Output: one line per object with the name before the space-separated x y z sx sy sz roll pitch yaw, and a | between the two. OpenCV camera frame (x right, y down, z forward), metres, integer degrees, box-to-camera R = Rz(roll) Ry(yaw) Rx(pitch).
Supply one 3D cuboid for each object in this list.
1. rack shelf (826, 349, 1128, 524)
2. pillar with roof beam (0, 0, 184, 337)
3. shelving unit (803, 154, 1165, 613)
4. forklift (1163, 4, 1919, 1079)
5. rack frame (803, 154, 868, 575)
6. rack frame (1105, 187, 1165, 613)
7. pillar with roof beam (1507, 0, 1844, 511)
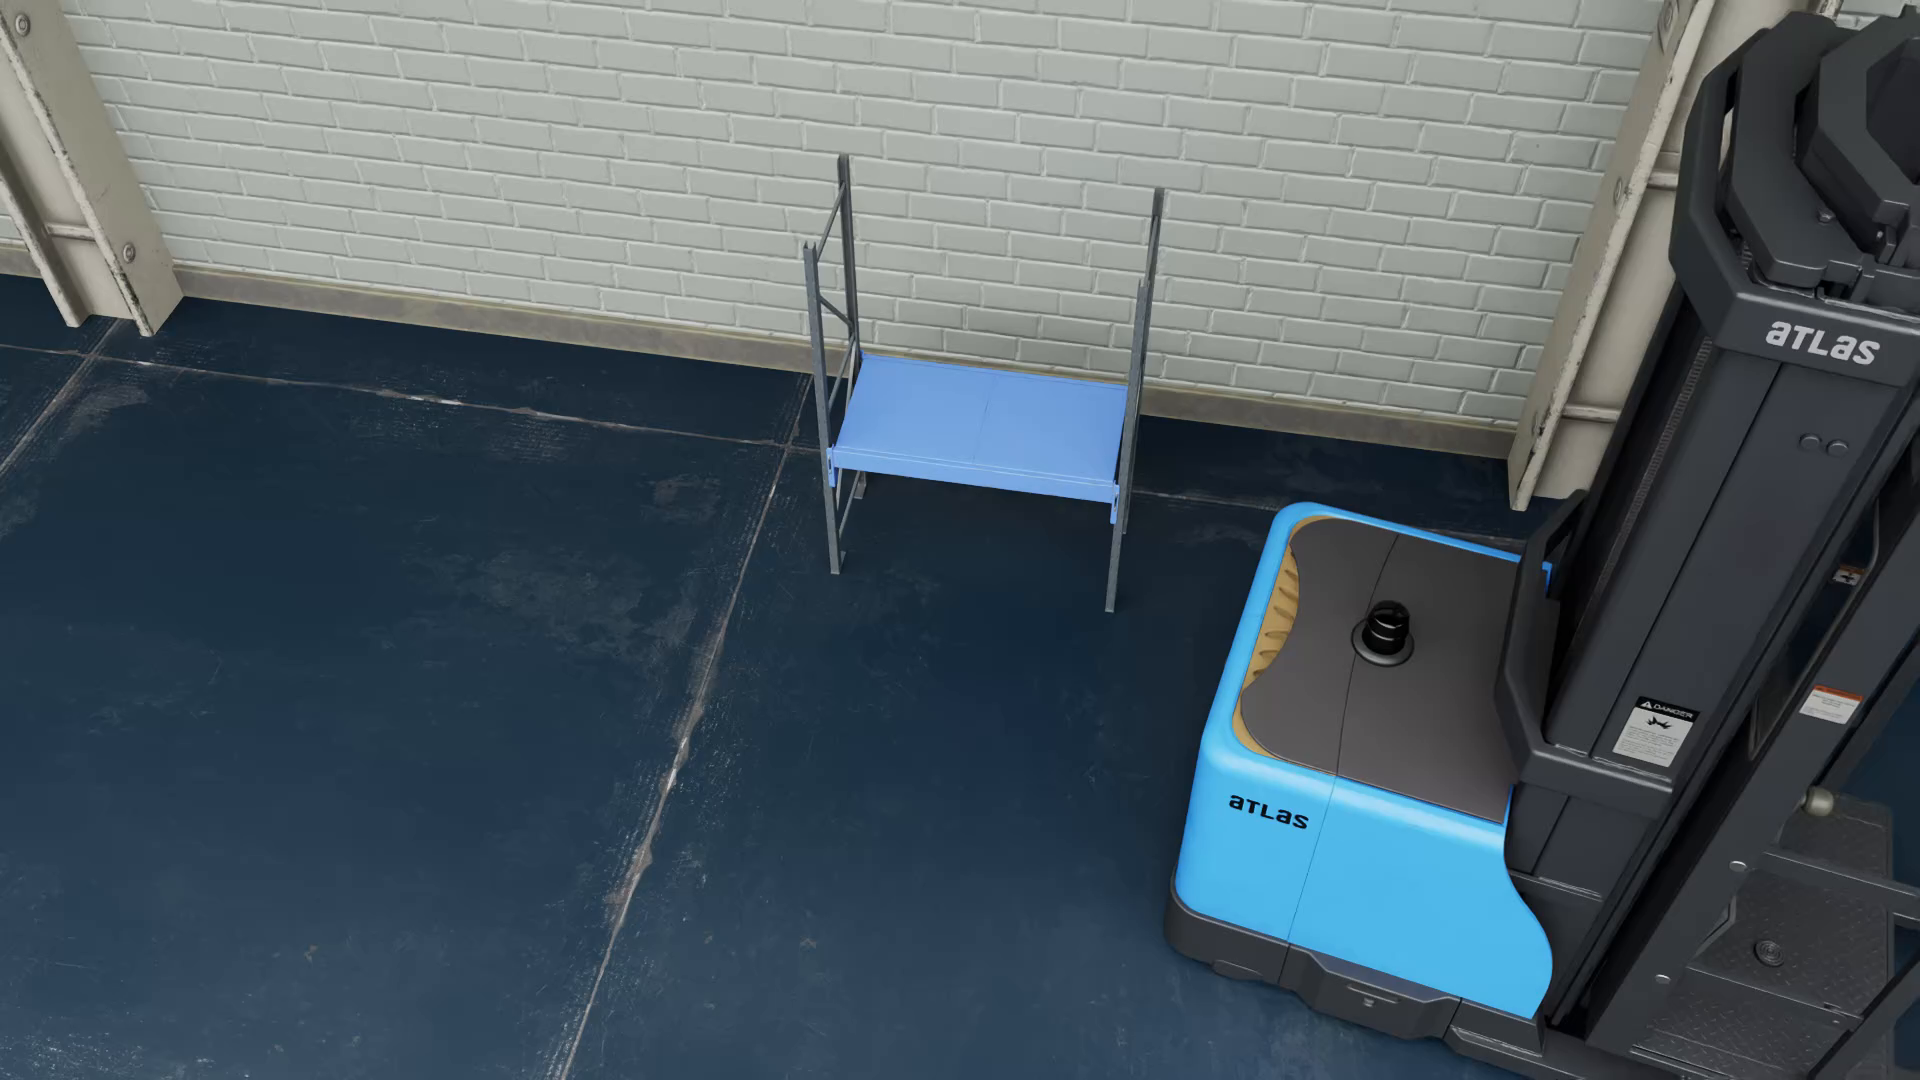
rack shelf | 0.084 -0.370 5.816 1.000 0.185 0.538 8 49 7
pillar with roof beam | -4.343 -0.854 0.967 0.400 9.000 9.100 8 49 7
shelving unit | 0.084 -0.490 5.682 1.048 1.500 0.538 8 49 7
forklift | 2.194 0.324 3.988 3.031 2.935 1.130 15 50 13
rack frame | -0.416 -0.557 5.742 0.032 1.500 0.500 8 49 7
rack frame | 0.584 -0.423 5.622 0.032 1.500 0.500 8 49 7
pillar with roof beam | 1.561 -0.060 0.254 0.400 9.000 9.100 8 49 7
